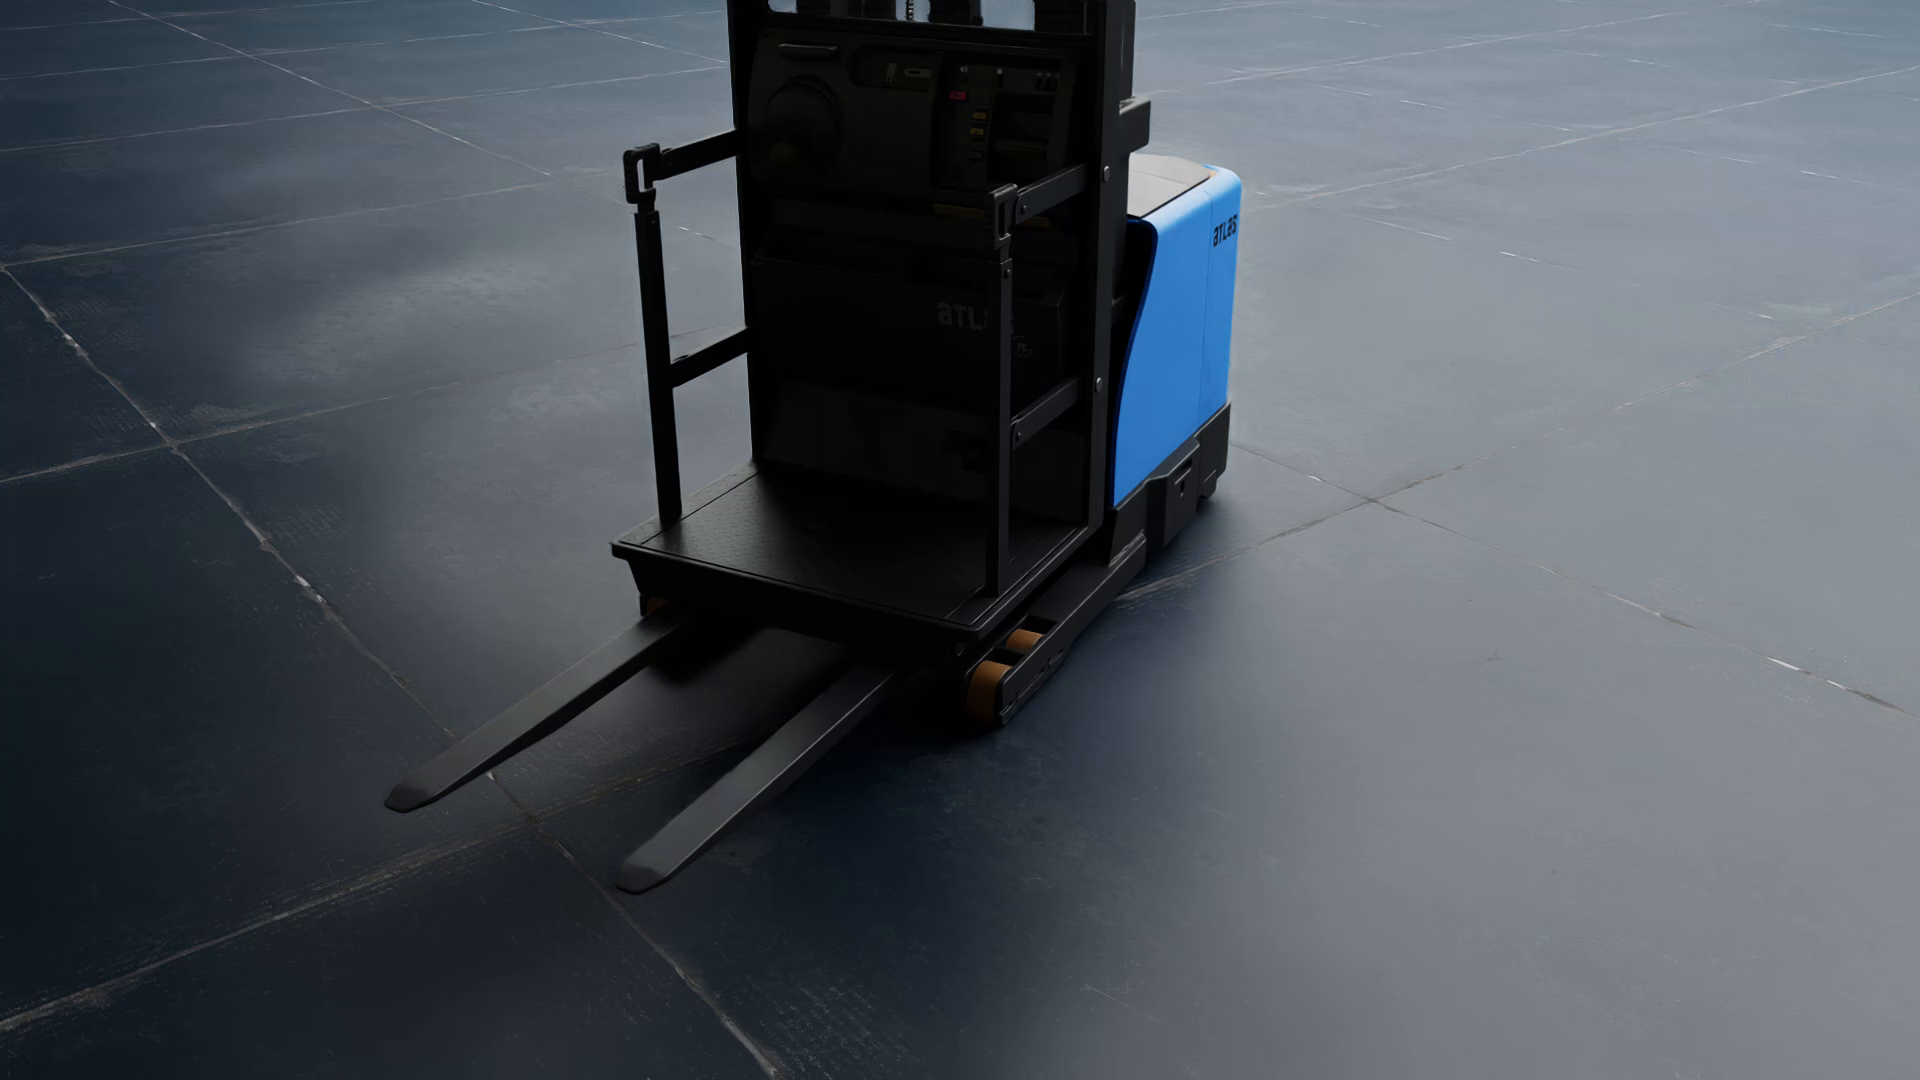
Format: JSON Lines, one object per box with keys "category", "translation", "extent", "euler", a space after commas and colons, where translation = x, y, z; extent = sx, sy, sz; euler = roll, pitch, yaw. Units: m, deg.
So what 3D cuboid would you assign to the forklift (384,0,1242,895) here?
{"category": "forklift", "translation": [-0.228, -1.069, 4.072], "extent": [1.130, 2.935, 3.031], "euler": [12, 28, 25]}
